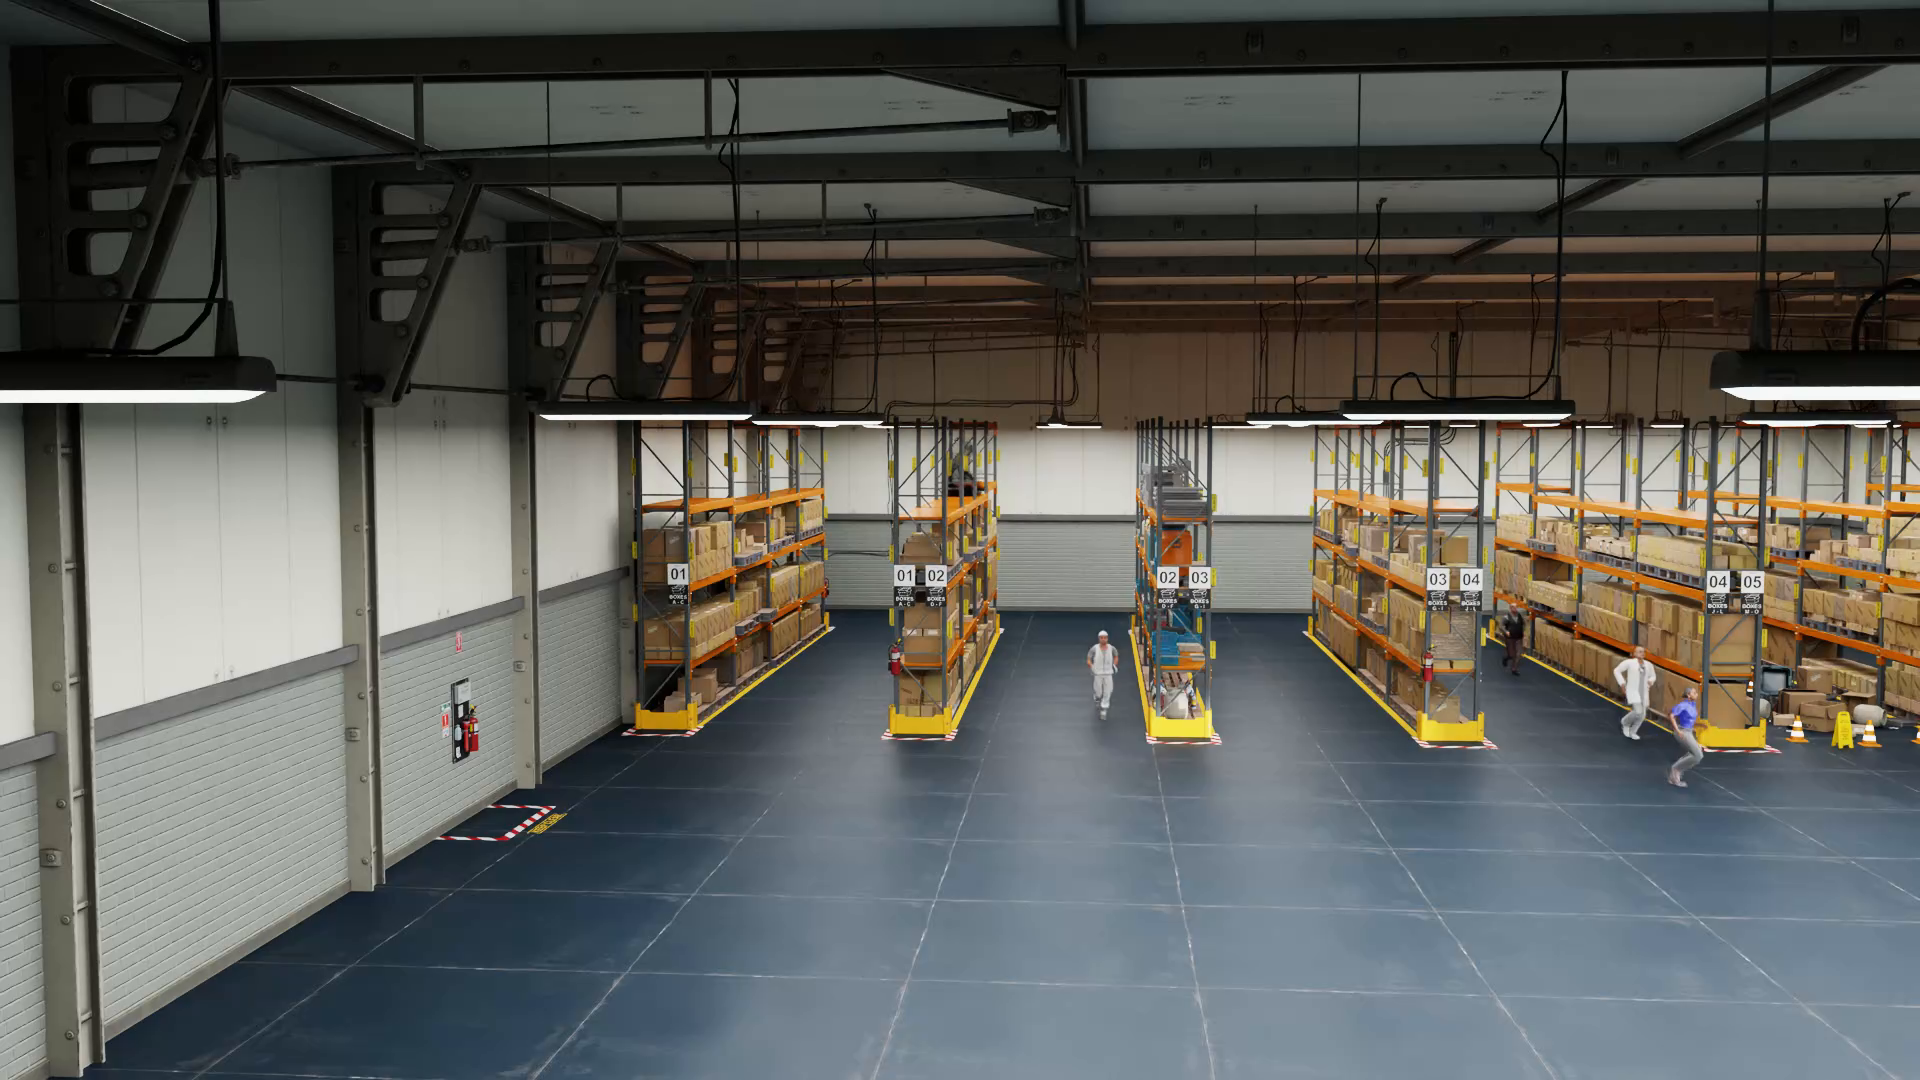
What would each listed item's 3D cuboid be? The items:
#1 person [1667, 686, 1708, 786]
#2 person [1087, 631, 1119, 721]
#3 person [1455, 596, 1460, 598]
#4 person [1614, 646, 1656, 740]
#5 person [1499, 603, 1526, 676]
[{"bbox_3d":[11.733,3.164,26.807,0.578,1.610,0.578,3,5,36],"label":"person"},{"bbox_3d":[2.858,2.683,33.118,0.653,1.758,0.818,0,4,-3],"label":"person"},{"bbox_3d":[13.476,1.876,45.573,0.677,1.834,0.742,2,4,26],"label":"person"},{"bbox_3d":[12.572,2.850,30.799,0.703,1.714,0.633,-1,4,-10],"label":"person"},{"bbox_3d":[13.034,2.328,39.154,0.661,1.692,0.778,0,4,-1],"label":"person"}]
